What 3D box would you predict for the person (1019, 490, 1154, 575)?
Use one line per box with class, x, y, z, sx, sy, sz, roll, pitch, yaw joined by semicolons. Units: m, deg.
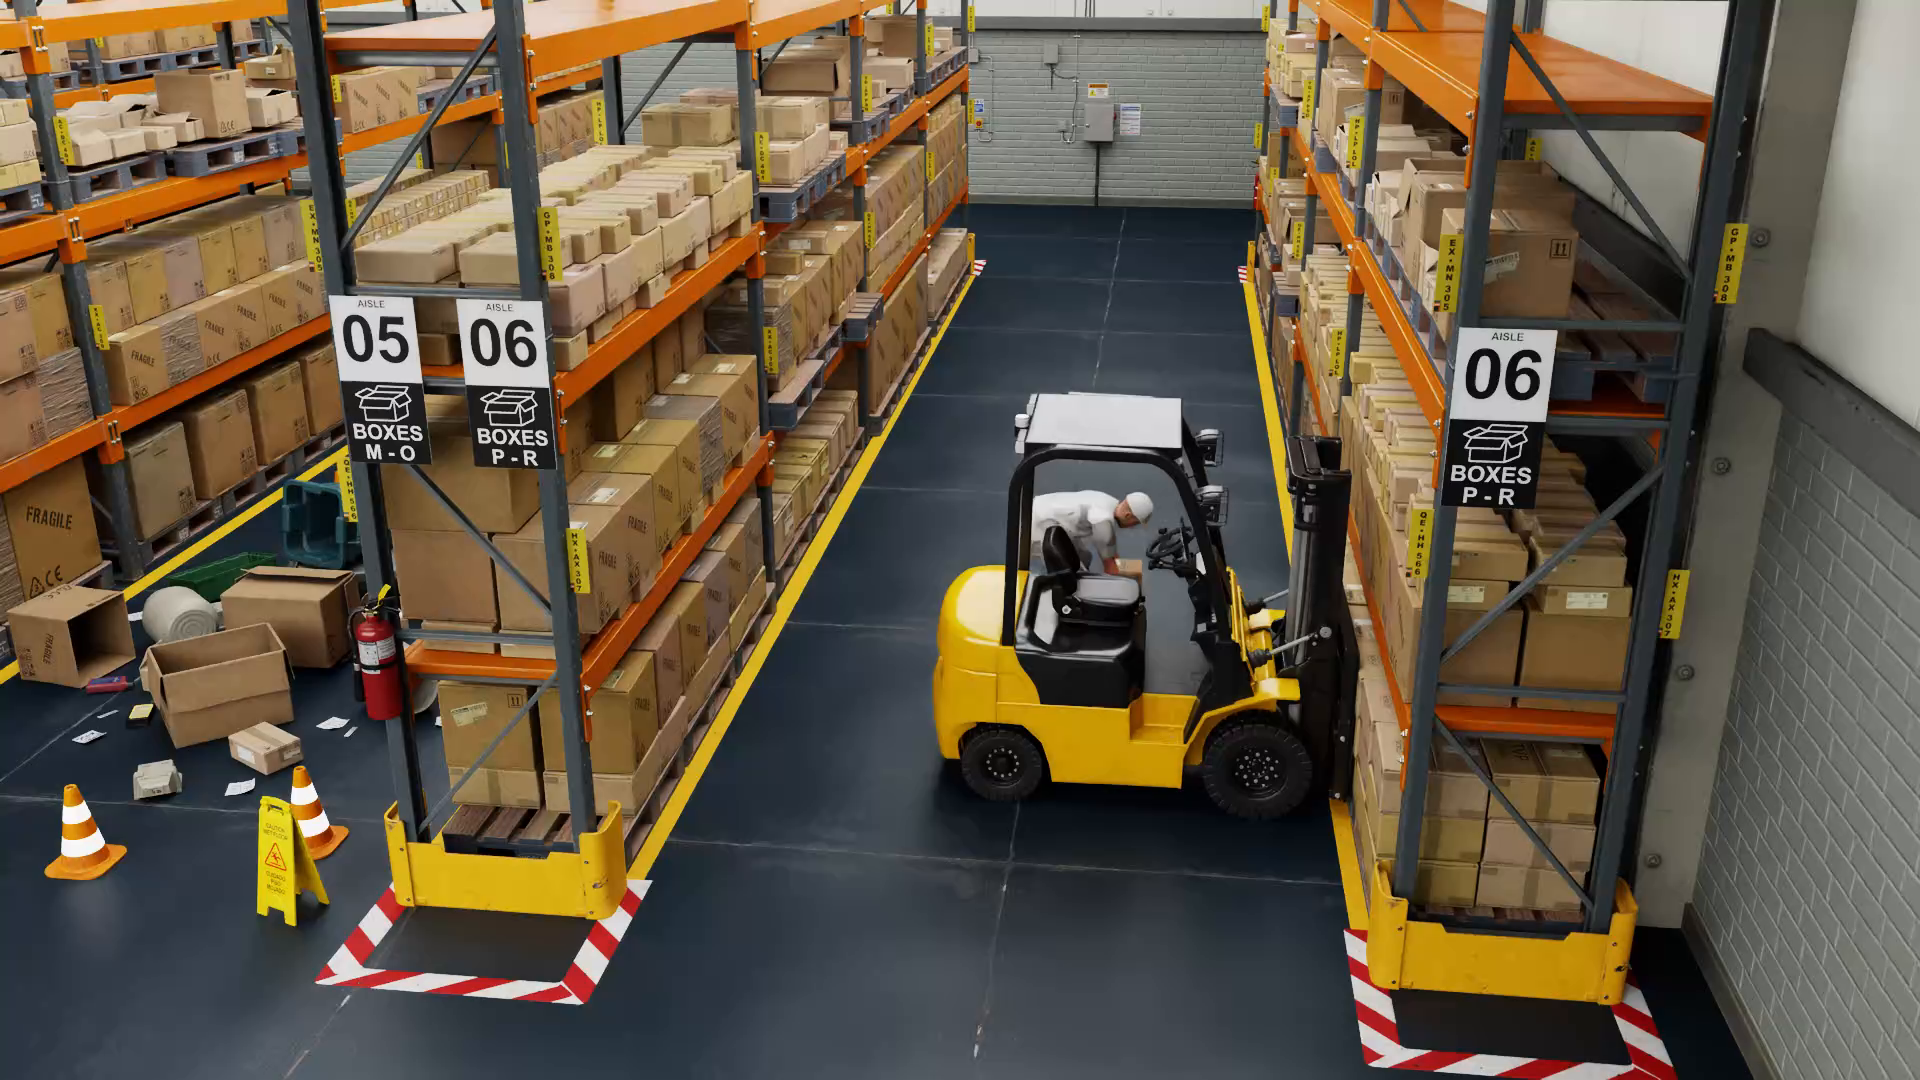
person;0.868;0.149;11.726;0.958;1.024;0.524;1;21;4
